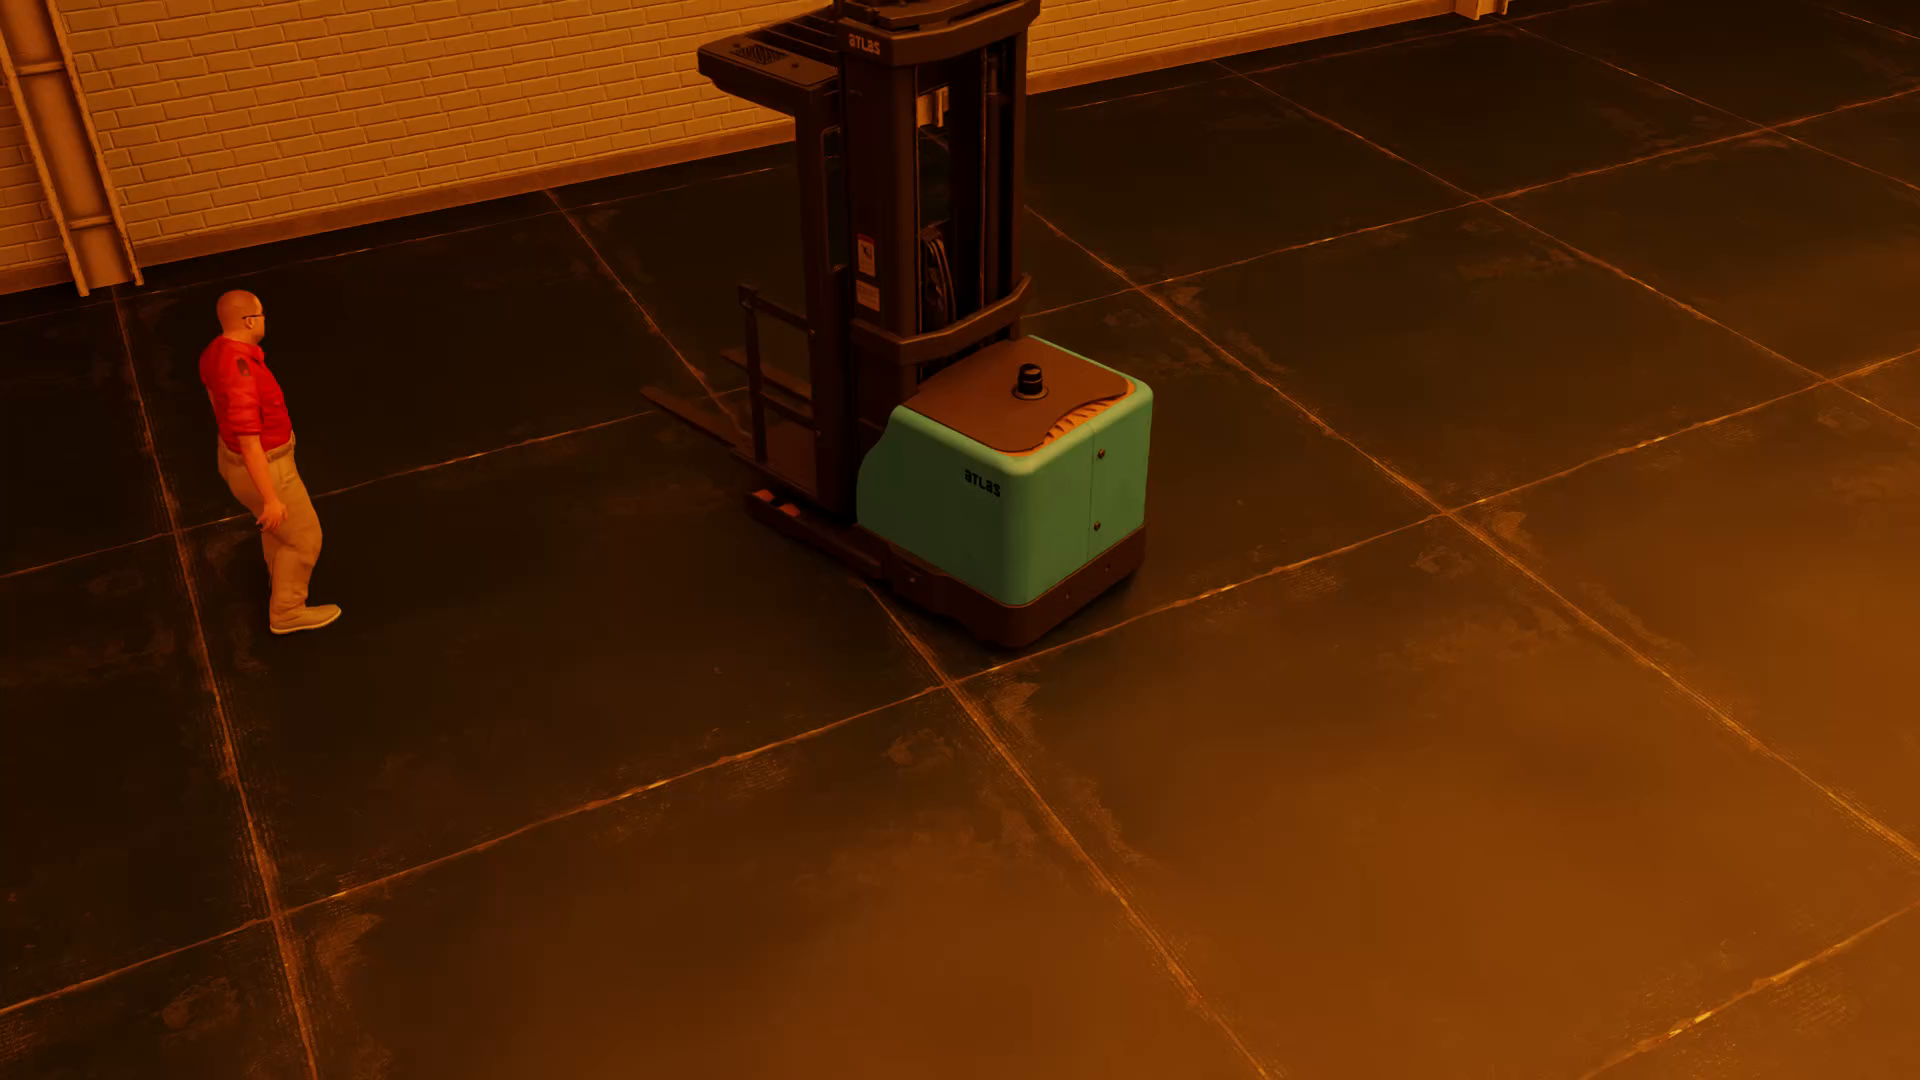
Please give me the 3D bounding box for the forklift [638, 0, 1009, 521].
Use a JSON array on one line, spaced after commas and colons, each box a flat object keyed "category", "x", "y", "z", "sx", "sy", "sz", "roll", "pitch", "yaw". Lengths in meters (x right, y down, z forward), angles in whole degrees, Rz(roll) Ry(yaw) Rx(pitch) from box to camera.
[{"category": "forklift", "x": -0.556, "y": -1.420, "z": 8.187, "sx": 2.884, "sy": 2.867, "sz": 1.101, "roll": 28, "pitch": 44, "yaw": 34}]
